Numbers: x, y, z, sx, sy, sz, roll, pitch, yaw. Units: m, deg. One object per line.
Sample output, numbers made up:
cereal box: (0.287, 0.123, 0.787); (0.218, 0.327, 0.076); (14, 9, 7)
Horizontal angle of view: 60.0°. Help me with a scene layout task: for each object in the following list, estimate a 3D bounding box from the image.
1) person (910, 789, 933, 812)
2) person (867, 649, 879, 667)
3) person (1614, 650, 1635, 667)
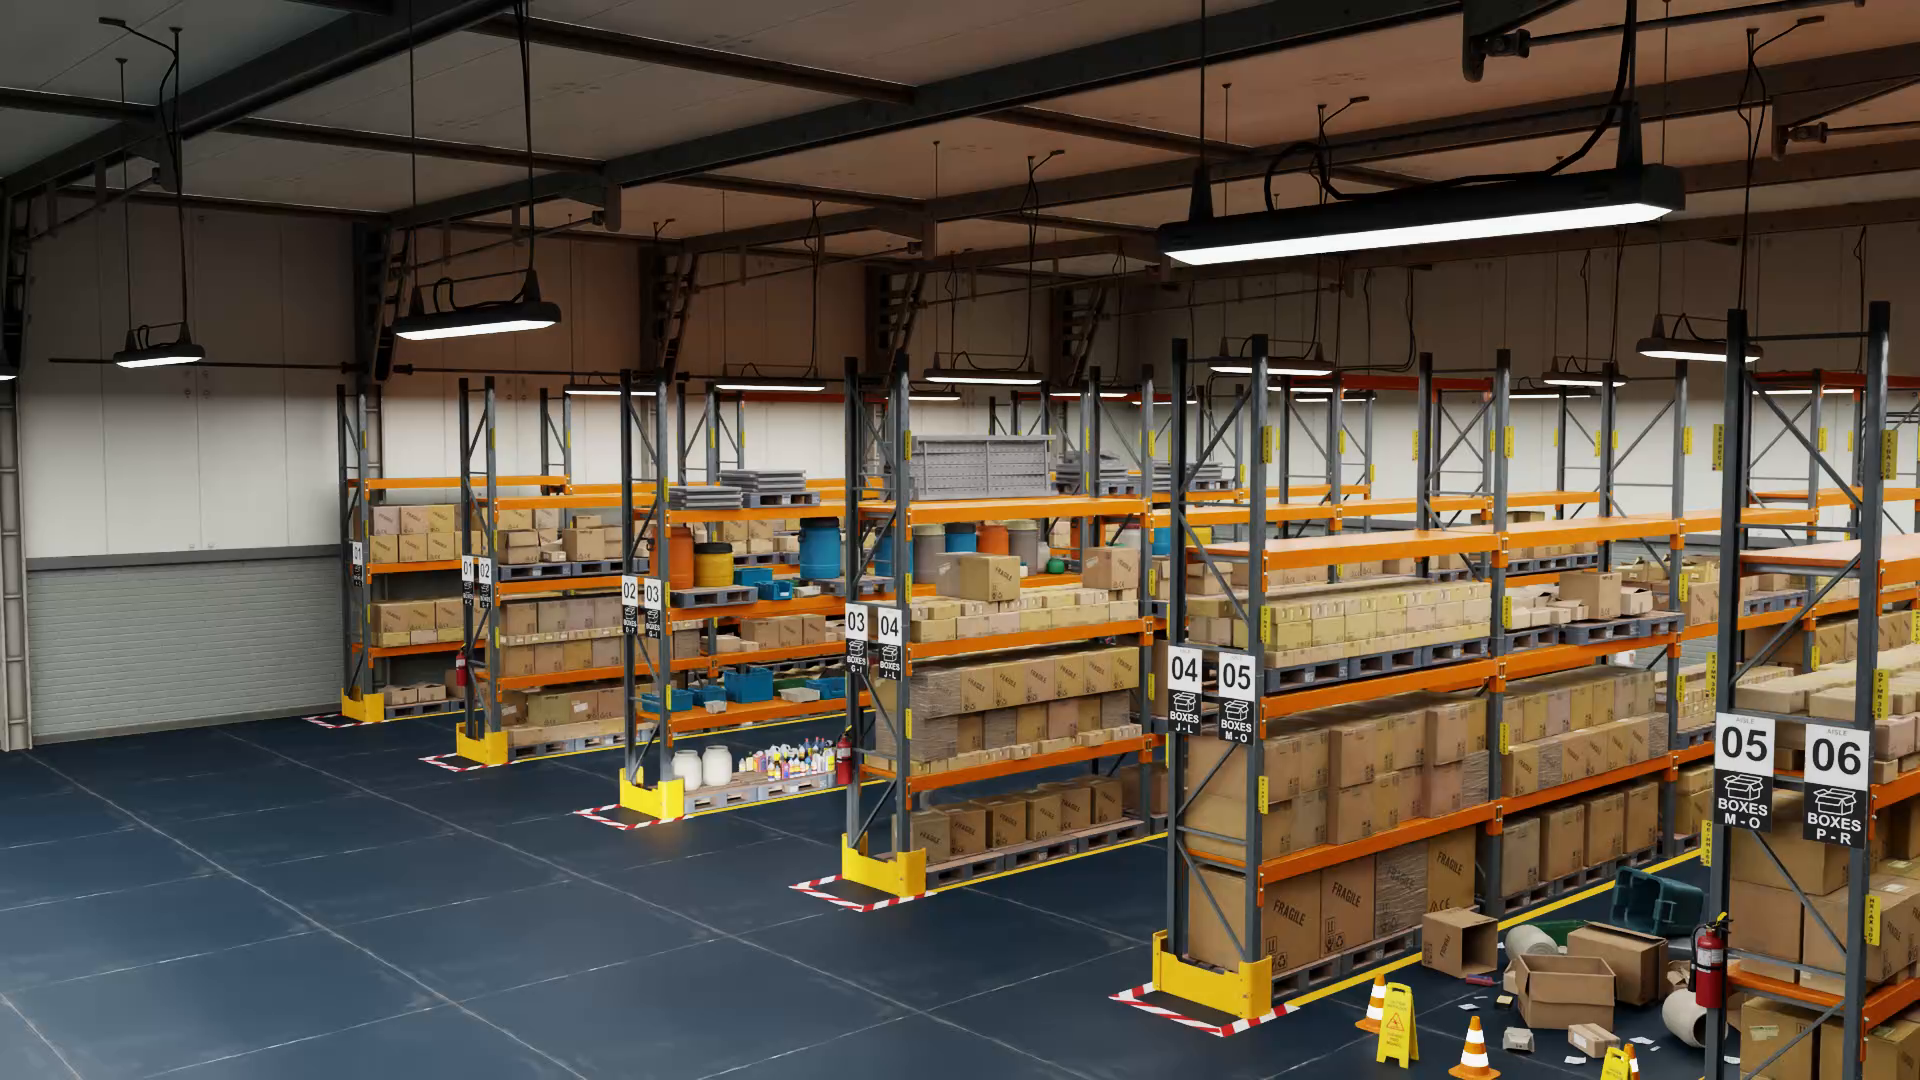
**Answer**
person: (-0.516, 2.828, 21.990); (0.603, 1.759, 0.552); (0, 4, -7)
person: (-1.844, 1.887, 35.780); (0.509, 1.684, 0.507); (0, 4, 0)
person: (12.826, 2.167, 31.916); (0.644, 1.776, 0.603); (1, 4, 8)
